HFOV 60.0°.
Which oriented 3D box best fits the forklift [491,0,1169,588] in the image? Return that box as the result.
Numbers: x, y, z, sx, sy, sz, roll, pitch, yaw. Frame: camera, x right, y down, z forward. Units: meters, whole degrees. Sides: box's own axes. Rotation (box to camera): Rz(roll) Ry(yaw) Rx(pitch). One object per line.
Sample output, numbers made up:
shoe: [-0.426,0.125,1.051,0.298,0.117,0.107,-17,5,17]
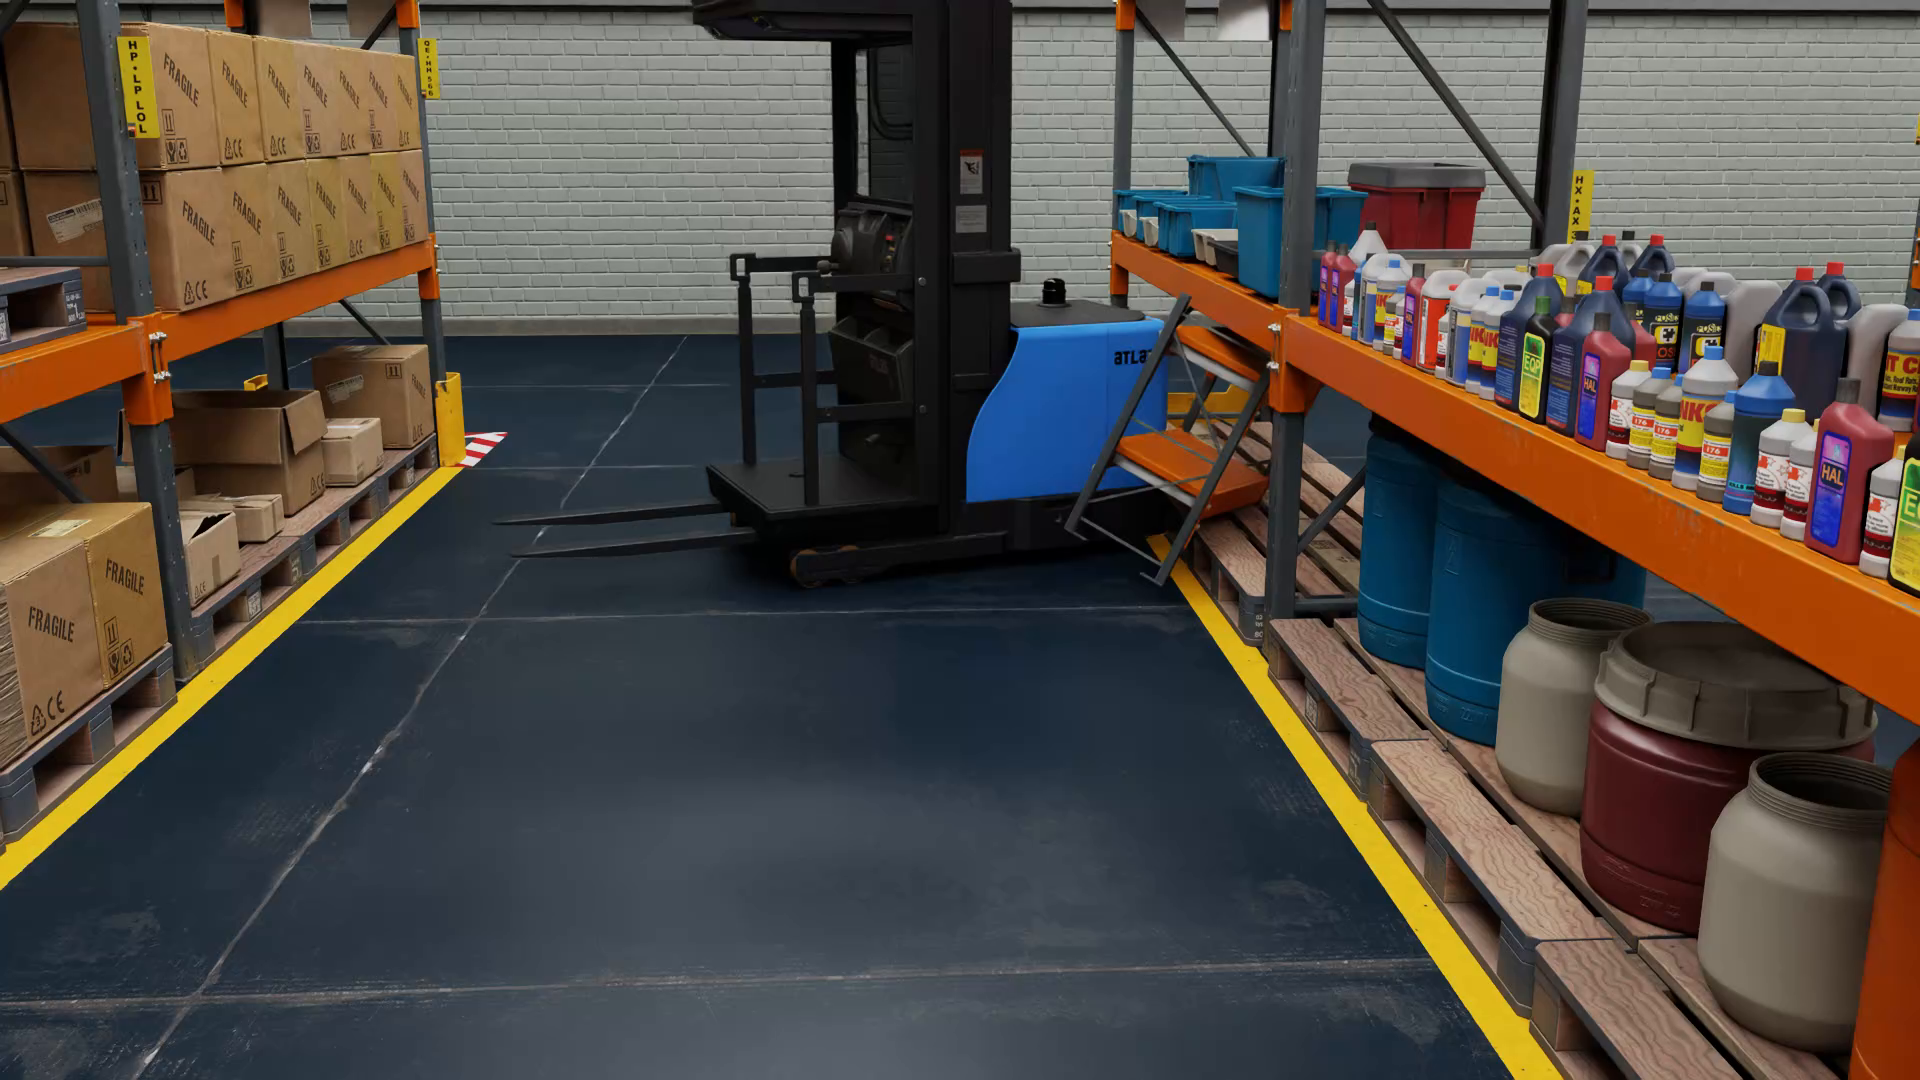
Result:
forklift: [-0.583,-1.359,7.427,3.031,2.935,1.130,-6,16,-22]

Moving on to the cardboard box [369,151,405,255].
cardboard box: [-3.204,-1.744,8.585,0.500,0.500,0.500,-1,14,-3]

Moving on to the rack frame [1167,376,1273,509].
rack frame: [1.313,-0.519,7.853,0.500,1.125,0.032,31,18,19]

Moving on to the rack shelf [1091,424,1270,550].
rack shelf: [0.998,-0.255,7.466,0.538,0.278,1.000,31,18,19]

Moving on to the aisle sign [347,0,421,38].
aisle sign: [-3.238,-3.213,9.276,0.394,0.787,0.004,-1,14,-3]

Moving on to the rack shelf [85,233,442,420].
rack shelf: [-3.415,-1.086,7.672,1.077,0.370,4.000,-1,14,-3]

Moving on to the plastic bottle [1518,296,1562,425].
plastic bottle: [1.359,-0.419,3.868,0.061,0.283,0.133,-1,14,-3]

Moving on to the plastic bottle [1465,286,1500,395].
plastic bottle: [1.353,-0.512,4.255,0.097,0.271,0.097,0,14,0]

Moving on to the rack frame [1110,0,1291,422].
rack frame: [1.405,-2.007,9.809,1.000,3.000,0.127,-1,14,-3]

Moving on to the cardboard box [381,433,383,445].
cardboard box: [-3.324,-0.539,8.906,0.380,0.166,0.250,-1,14,-3]

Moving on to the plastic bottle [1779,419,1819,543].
plastic bottle: [1.447,-0.102,2.802,0.097,0.201,0.097,0,14,0]

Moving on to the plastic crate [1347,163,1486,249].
plastic crate: [1.848,-1.299,6.805,0.402,0.464,0.583,-1,14,-3]

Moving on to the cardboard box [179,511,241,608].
cardboard box: [-3.101,0.044,6.348,0.500,0.311,0.500,-1,14,-3]

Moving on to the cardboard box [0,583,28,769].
cardboard box: [-2.922,0.426,4.483,0.500,0.500,0.500,-1,14,-3]

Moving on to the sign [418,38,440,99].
sign: [-2.984,-2.649,9.346,0.100,0.325,0.005,-1,14,-3]

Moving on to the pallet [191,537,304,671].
pallet: [-3.333,0.243,6.660,1.003,0.211,1.213,-1,14,-3]

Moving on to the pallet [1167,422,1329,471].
pallet: [1.417,-0.451,9.357,1.003,0.211,1.213,-1,14,-3]

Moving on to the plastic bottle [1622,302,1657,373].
plastic bottle: [1.511,-0.388,3.748,0.061,0.283,0.133,-1,14,-3]

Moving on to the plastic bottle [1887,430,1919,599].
plastic bottle: [1.450,-0.055,2.456,0.061,0.283,0.133,-1,14,-3]

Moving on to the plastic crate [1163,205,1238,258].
plastic crate: [1.192,-1.487,8.001,0.416,0.233,0.300,-1,14,-3]

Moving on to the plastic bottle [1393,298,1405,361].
plastic bottle: [1.316,-0.627,4.841,0.097,0.201,0.097,0,14,0]

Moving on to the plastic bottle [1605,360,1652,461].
plastic bottle: [1.404,-0.272,3.461,0.097,0.201,0.097,0,14,0]

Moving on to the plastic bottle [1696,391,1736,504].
plastic bottle: [1.428,-0.175,3.084,0.097,0.201,0.097,0,14,0]

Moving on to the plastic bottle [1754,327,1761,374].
plastic bottle: [2.111,-0.488,4.300,0.097,0.201,0.097,0,14,0]

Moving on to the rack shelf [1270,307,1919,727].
rack shelf: [1.777,-0.167,4.099,1.077,0.370,4.000,-1,14,-3]

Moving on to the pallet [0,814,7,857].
pallet: [-3.124,0.919,4.030,1.003,0.211,1.213,-1,14,-3]

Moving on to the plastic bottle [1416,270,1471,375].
plastic bottle: [1.359,-0.601,4.593,0.152,0.276,0.135,-1,14,-3]

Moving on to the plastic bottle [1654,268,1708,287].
plastic bottle: [2.054,-0.643,4.756,0.152,0.276,0.135,-1,14,-3]

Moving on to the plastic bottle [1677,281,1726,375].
plastic bottle: [1.953,-0.543,4.377,0.097,0.271,0.097,0,14,0]

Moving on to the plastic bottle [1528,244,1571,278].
plastic bottle: [2.000,-0.860,5.596,0.152,0.276,0.135,-1,14,-3]

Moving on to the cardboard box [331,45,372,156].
cardboard box: [-3.168,-2.104,7.975,0.500,0.500,0.500,0,14,-2]

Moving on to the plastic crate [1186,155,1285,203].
plastic crate: [1.612,-1.973,9.485,0.616,0.435,0.499,-1,14,-3]

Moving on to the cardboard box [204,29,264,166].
cardboard box: [-3.072,-1.720,6.483,0.500,0.500,0.500,-1,14,-5]

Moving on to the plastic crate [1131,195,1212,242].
plastic crate: [1.132,-1.725,8.928,0.416,0.233,0.300,-1,14,-3]

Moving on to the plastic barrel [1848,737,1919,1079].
plastic barrel: [1.853,0.708,2.766,0.600,0.830,0.708,-1,14,-3]

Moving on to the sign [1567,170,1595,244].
sign: [2.202,-1.155,5.939,0.100,0.325,0.005,-1,14,-3]

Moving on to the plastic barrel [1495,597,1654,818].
plastic barrel: [1.659,0.442,4.438,0.421,0.512,0.421,0,14,0]

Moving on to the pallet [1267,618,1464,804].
pallet: [1.659,0.530,5.542,1.003,0.211,1.213,-1,14,-3]

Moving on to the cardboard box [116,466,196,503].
cardboard box: [-3.656,-0.172,7.188,0.500,0.311,0.500,-1,14,-3]

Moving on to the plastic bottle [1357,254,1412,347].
plastic bottle: [1.324,-0.741,5.134,0.152,0.276,0.135,-1,14,-3]

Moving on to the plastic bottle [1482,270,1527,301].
plastic bottle: [1.510,-0.604,4.602,0.152,0.276,0.135,-1,14,-3]

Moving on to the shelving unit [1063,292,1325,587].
shelving unit: [1.099,-0.466,7.394,0.538,1.125,1.048,31,18,19]

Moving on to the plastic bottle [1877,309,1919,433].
plastic bottle: [2.145,-0.385,3.760,0.097,0.271,0.097,0,14,0]

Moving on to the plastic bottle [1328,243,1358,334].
plastic bottle: [1.258,-0.825,5.448,0.061,0.283,0.133,-1,14,-3]

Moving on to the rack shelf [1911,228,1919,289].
rack shelf: [6.472,-1.238,8.263,1.077,0.370,4.000,-1,14,-3]

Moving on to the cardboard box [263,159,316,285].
cardboard box: [-3.115,-1.368,7.124,0.500,0.500,0.500,-1,14,-4]

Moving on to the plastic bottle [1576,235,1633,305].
plastic bottle: [1.904,-0.717,4.892,0.144,0.351,0.185,-1,14,-3]

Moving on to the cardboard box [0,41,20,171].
cardboard box: [-3.581,-1.592,5.985,0.500,0.500,0.500,-1,14,-3]
